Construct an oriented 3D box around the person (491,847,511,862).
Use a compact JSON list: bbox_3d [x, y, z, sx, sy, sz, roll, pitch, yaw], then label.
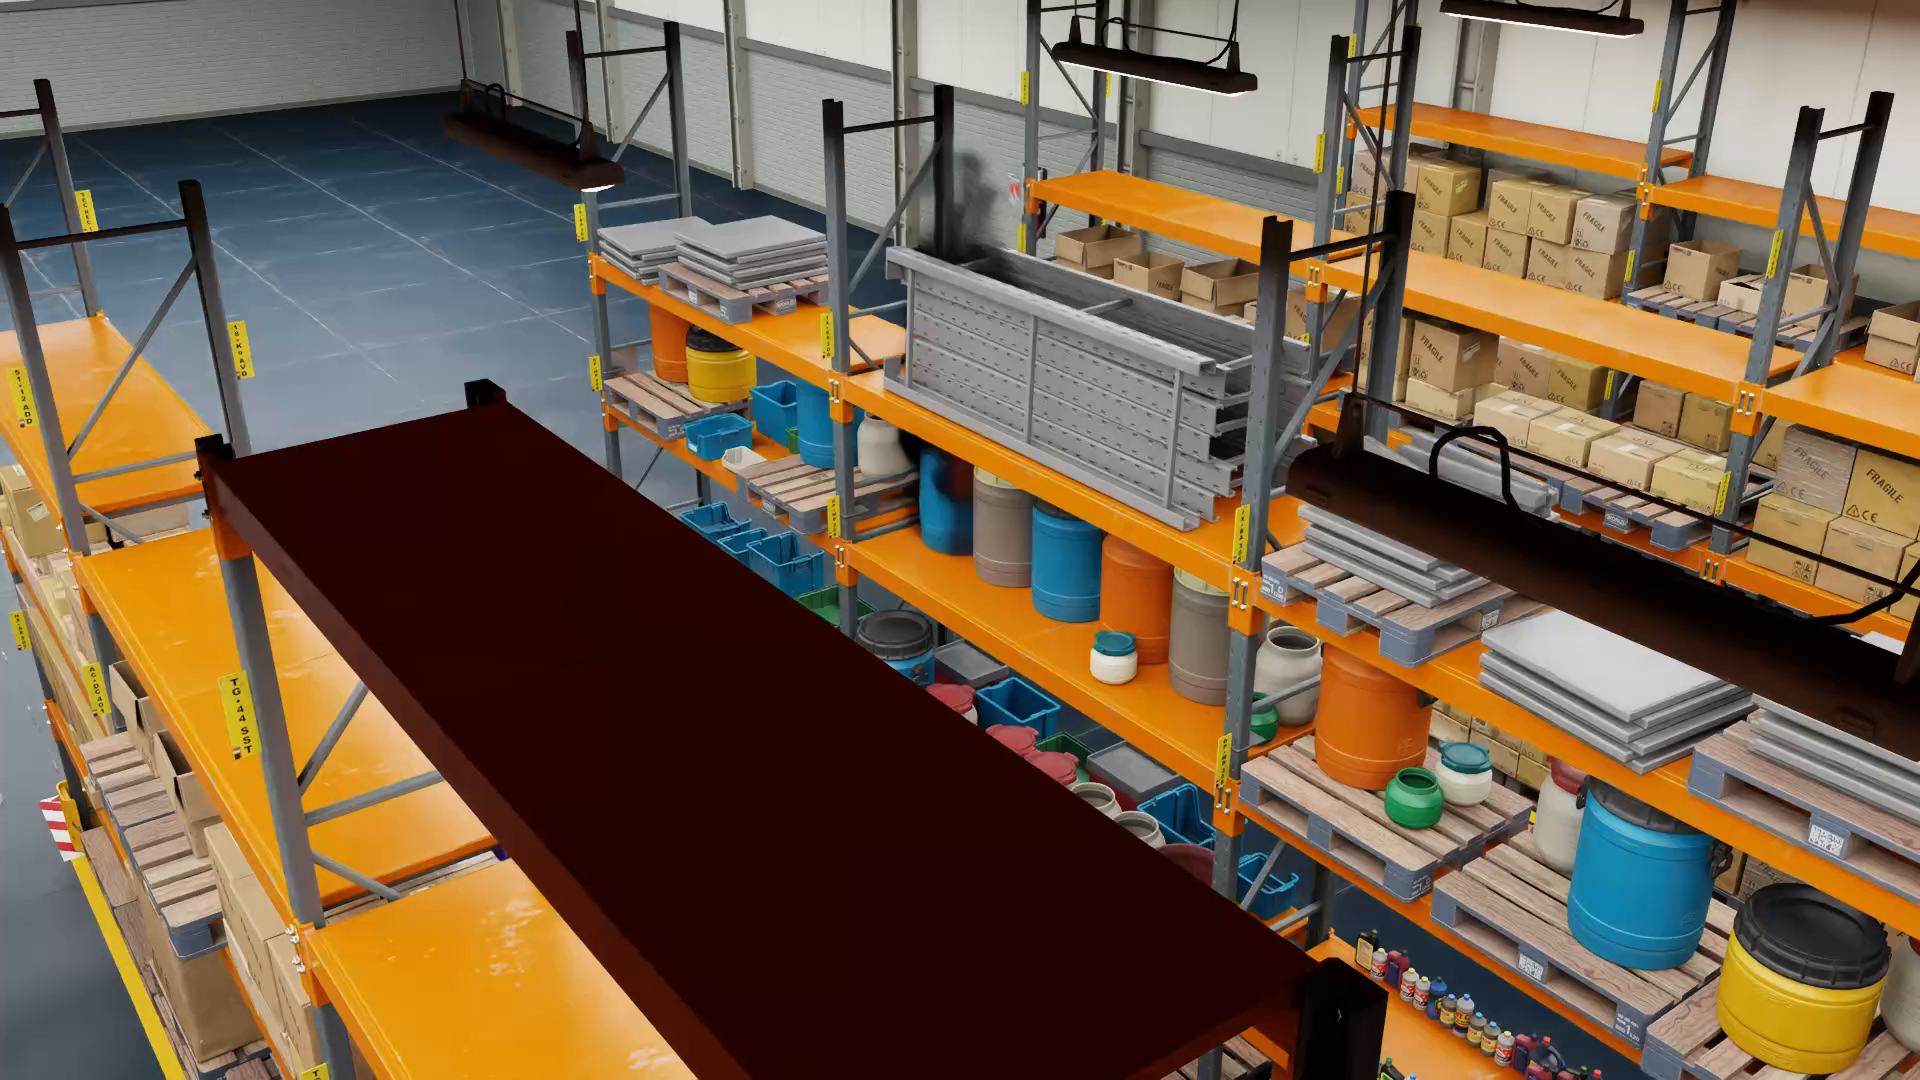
[{"bbox_3d":[-3.089,2.253,11.697,0.597,1.496,0.692,-14,28,-28],"label":"person"}]
